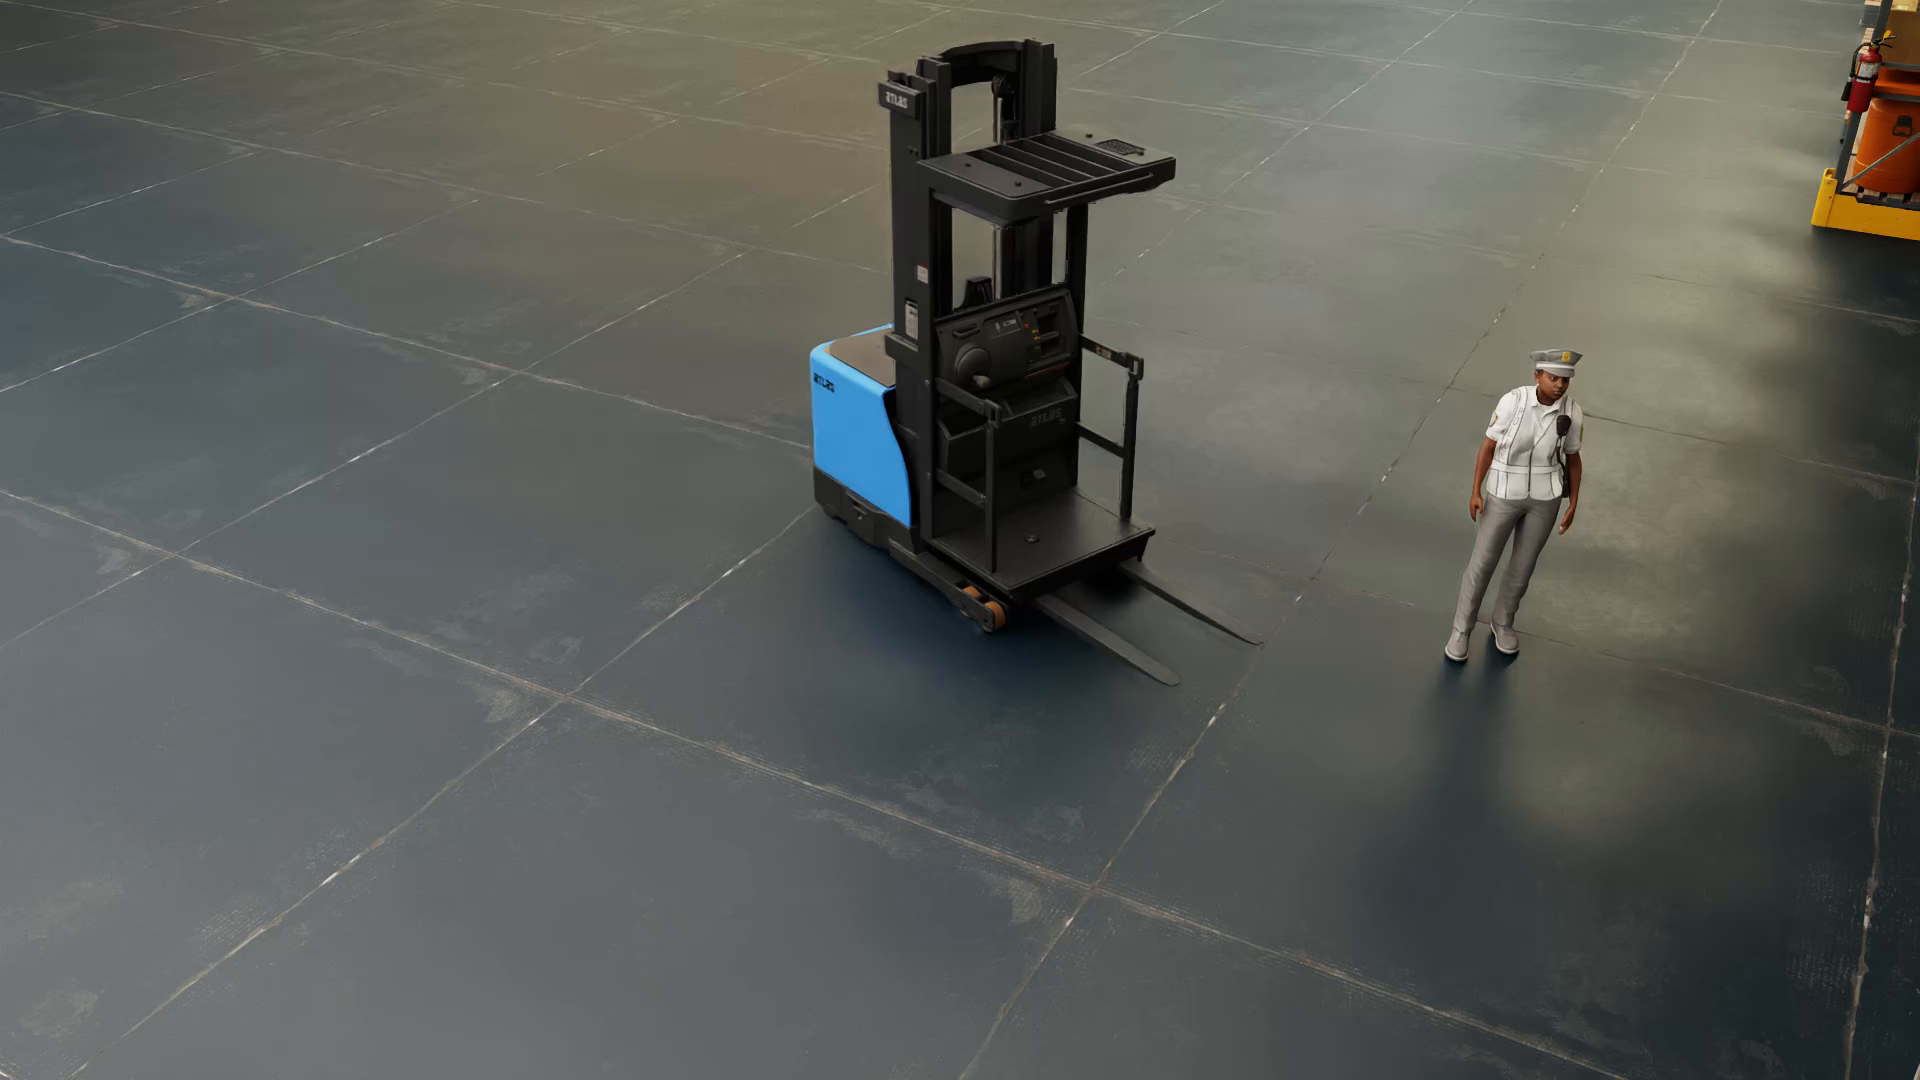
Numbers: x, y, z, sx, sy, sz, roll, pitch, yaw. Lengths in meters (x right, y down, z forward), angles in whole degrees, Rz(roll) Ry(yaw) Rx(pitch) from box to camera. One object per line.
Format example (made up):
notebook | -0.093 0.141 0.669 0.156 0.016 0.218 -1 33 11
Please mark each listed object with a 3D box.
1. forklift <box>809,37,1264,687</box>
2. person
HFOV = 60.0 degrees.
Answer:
forklift | 0.393 -1.047 8.885 1.130 2.935 3.031 -21 36 -32
person | 2.915 -0.189 8.623 0.567 1.692 0.531 5 30 8
